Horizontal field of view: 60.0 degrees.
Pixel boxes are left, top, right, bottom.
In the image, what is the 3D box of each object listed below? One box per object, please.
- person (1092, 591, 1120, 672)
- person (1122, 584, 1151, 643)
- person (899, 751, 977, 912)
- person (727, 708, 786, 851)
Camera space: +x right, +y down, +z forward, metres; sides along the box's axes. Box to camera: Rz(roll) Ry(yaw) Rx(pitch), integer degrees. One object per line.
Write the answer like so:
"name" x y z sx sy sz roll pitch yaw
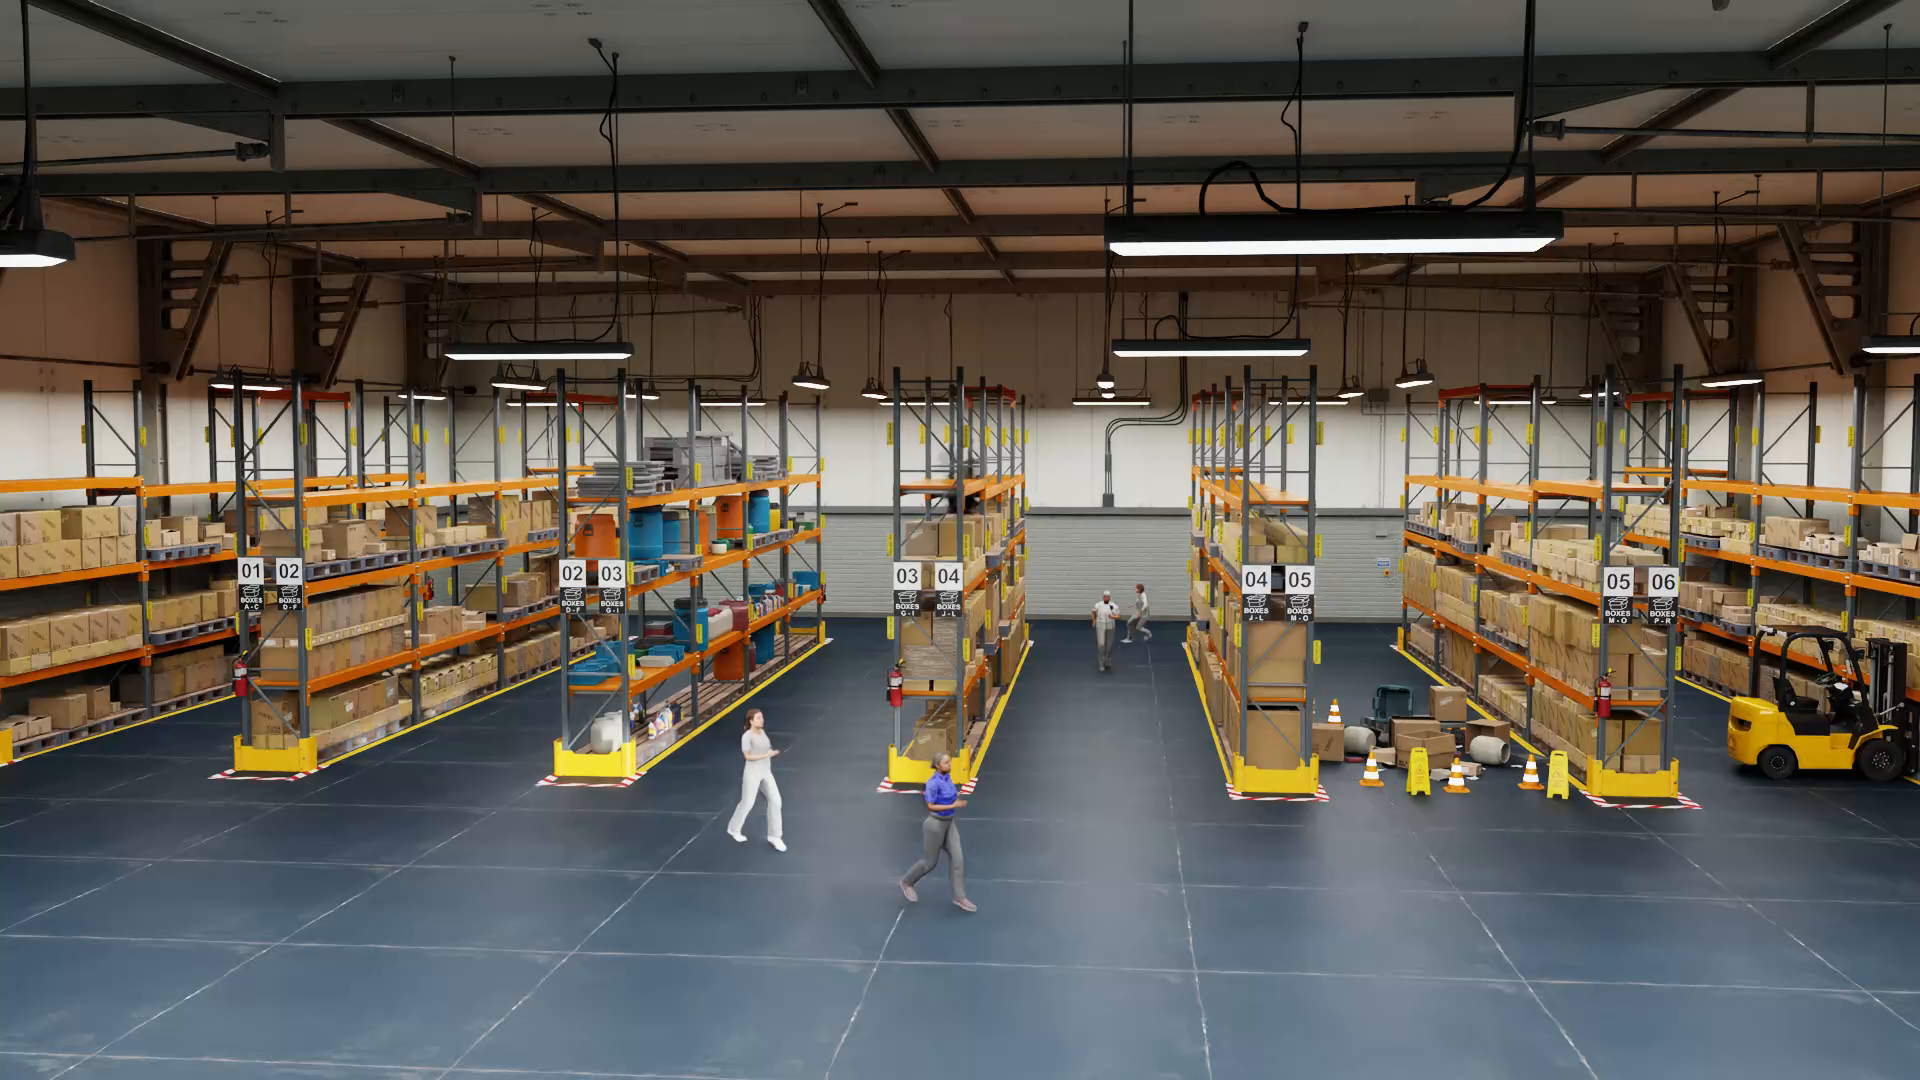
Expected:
"person" 3.143 1.947 35.822 0.582 1.726 0.775 0 4 -1
"person" 4.344 1.773 40.195 0.654 1.455 0.652 -2 4 -26
"person" -0.232 3.058 17.602 0.900 1.662 0.604 2 4 30
"person" -2.485 2.896 20.247 0.826 1.716 0.540 2 4 35
